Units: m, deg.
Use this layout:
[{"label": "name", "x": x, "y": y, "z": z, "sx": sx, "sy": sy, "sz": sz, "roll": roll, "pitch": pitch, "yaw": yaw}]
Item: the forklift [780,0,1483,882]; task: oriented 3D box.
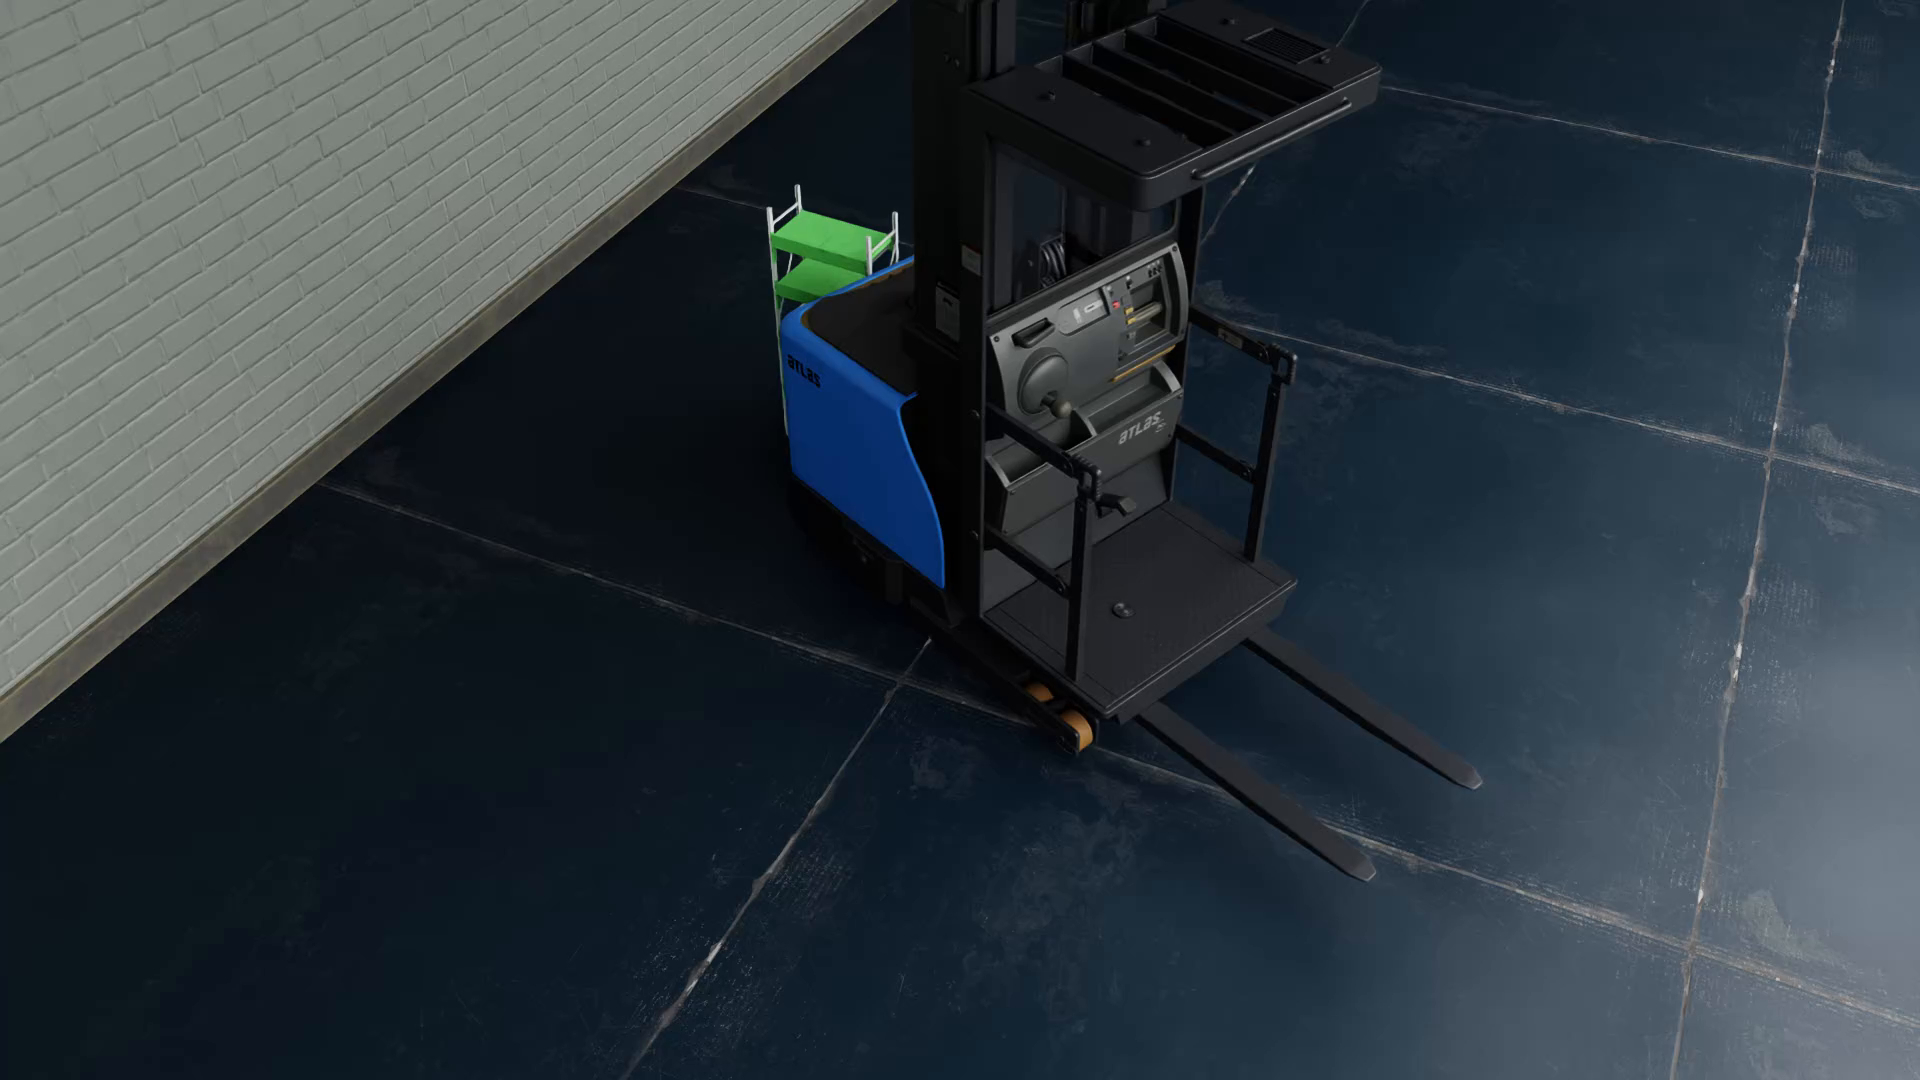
[{"label": "forklift", "x": 0.612, "y": -0.678, "z": 5.794, "sx": 1.130, "sy": 2.935, "sz": 3.031, "roll": -30, "pitch": 49, "yaw": -30}]

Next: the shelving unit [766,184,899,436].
[{"label": "shelving unit", "x": -0.542, "y": -0.938, "z": 7.416, "sx": 0.503, "sy": 1.200, "sz": 0.258, "roll": 20, "pitch": 45, "yaw": 21}]

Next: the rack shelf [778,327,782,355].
[{"label": "rack shelf", "x": -0.542, "y": -0.890, "z": 7.458, "sx": 0.480, "sy": 0.148, "sz": 0.258, "roll": 20, "pitch": 45, "yaw": 21}]

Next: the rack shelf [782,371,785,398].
[{"label": "rack shelf", "x": -0.542, "y": -0.709, "z": 7.616, "sx": 0.480, "sy": 0.148, "sz": 0.258, "roll": 20, "pitch": 45, "yaw": 21}]

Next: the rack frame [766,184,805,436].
[{"label": "rack frame", "x": -0.756, "y": -1.015, "z": 7.505, "sx": 0.015, "sy": 1.200, "sz": 0.240, "roll": 20, "pitch": 45, "yaw": 21}]

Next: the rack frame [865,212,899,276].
[{"label": "rack frame", "x": -0.328, "y": -0.862, "z": 7.328, "sx": 0.015, "sy": 1.200, "sz": 0.240, "roll": 20, "pitch": 45, "yaw": 21}]

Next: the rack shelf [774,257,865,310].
[{"label": "rack shelf", "x": -0.542, "y": -1.071, "z": 7.301, "sx": 0.480, "sy": 0.148, "sz": 0.258, "roll": 20, "pitch": 45, "yaw": 21}]

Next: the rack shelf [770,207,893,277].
[{"label": "rack shelf", "x": -0.542, "y": -1.253, "z": 7.144, "sx": 0.480, "sy": 0.148, "sz": 0.258, "roll": 20, "pitch": 45, "yaw": 21}]
